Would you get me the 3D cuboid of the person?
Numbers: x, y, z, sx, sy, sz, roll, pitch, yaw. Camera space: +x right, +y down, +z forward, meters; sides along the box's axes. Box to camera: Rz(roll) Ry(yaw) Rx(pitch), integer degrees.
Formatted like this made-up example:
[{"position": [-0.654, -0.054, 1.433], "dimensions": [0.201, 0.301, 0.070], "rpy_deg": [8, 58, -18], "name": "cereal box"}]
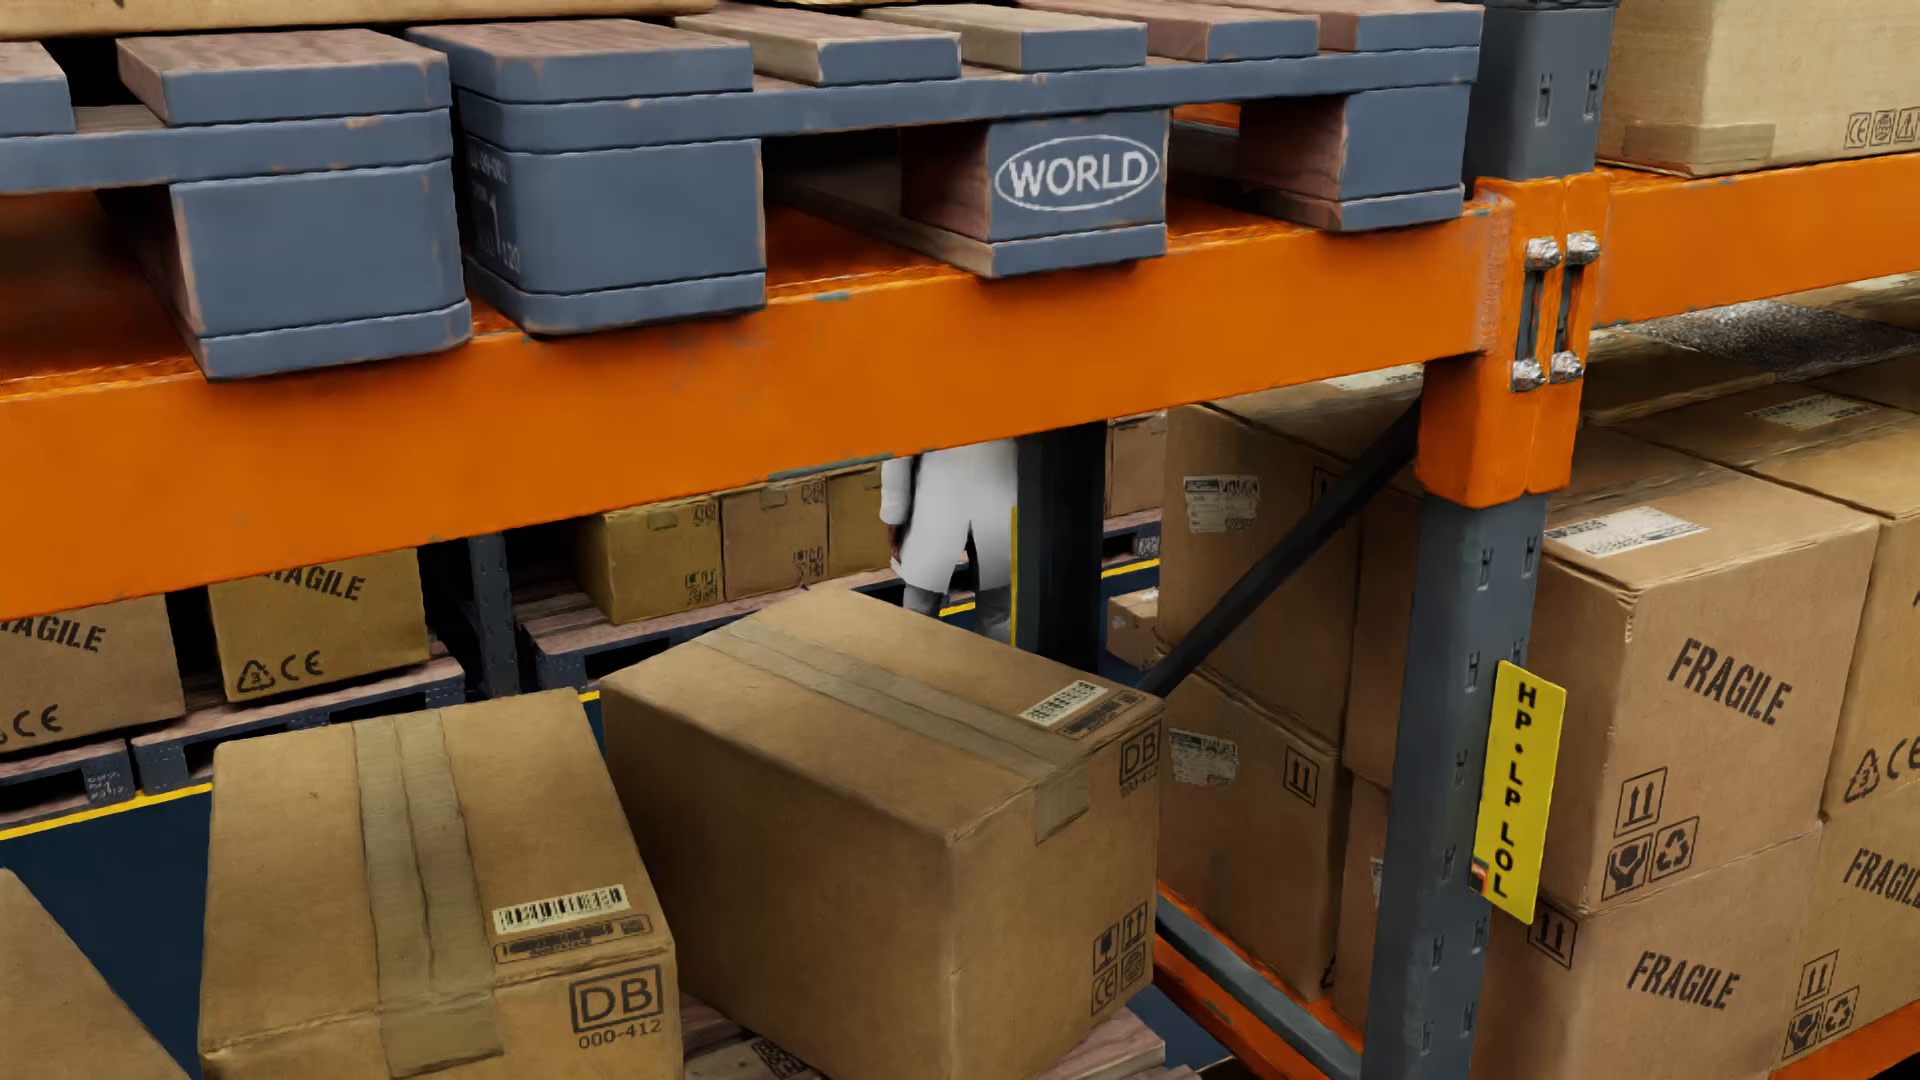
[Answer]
[{"position": [0.004, -0.085, 6.328], "dimensions": [0.642, 1.788, 0.464], "rpy_deg": [-2, 22, -6], "name": "person"}]
